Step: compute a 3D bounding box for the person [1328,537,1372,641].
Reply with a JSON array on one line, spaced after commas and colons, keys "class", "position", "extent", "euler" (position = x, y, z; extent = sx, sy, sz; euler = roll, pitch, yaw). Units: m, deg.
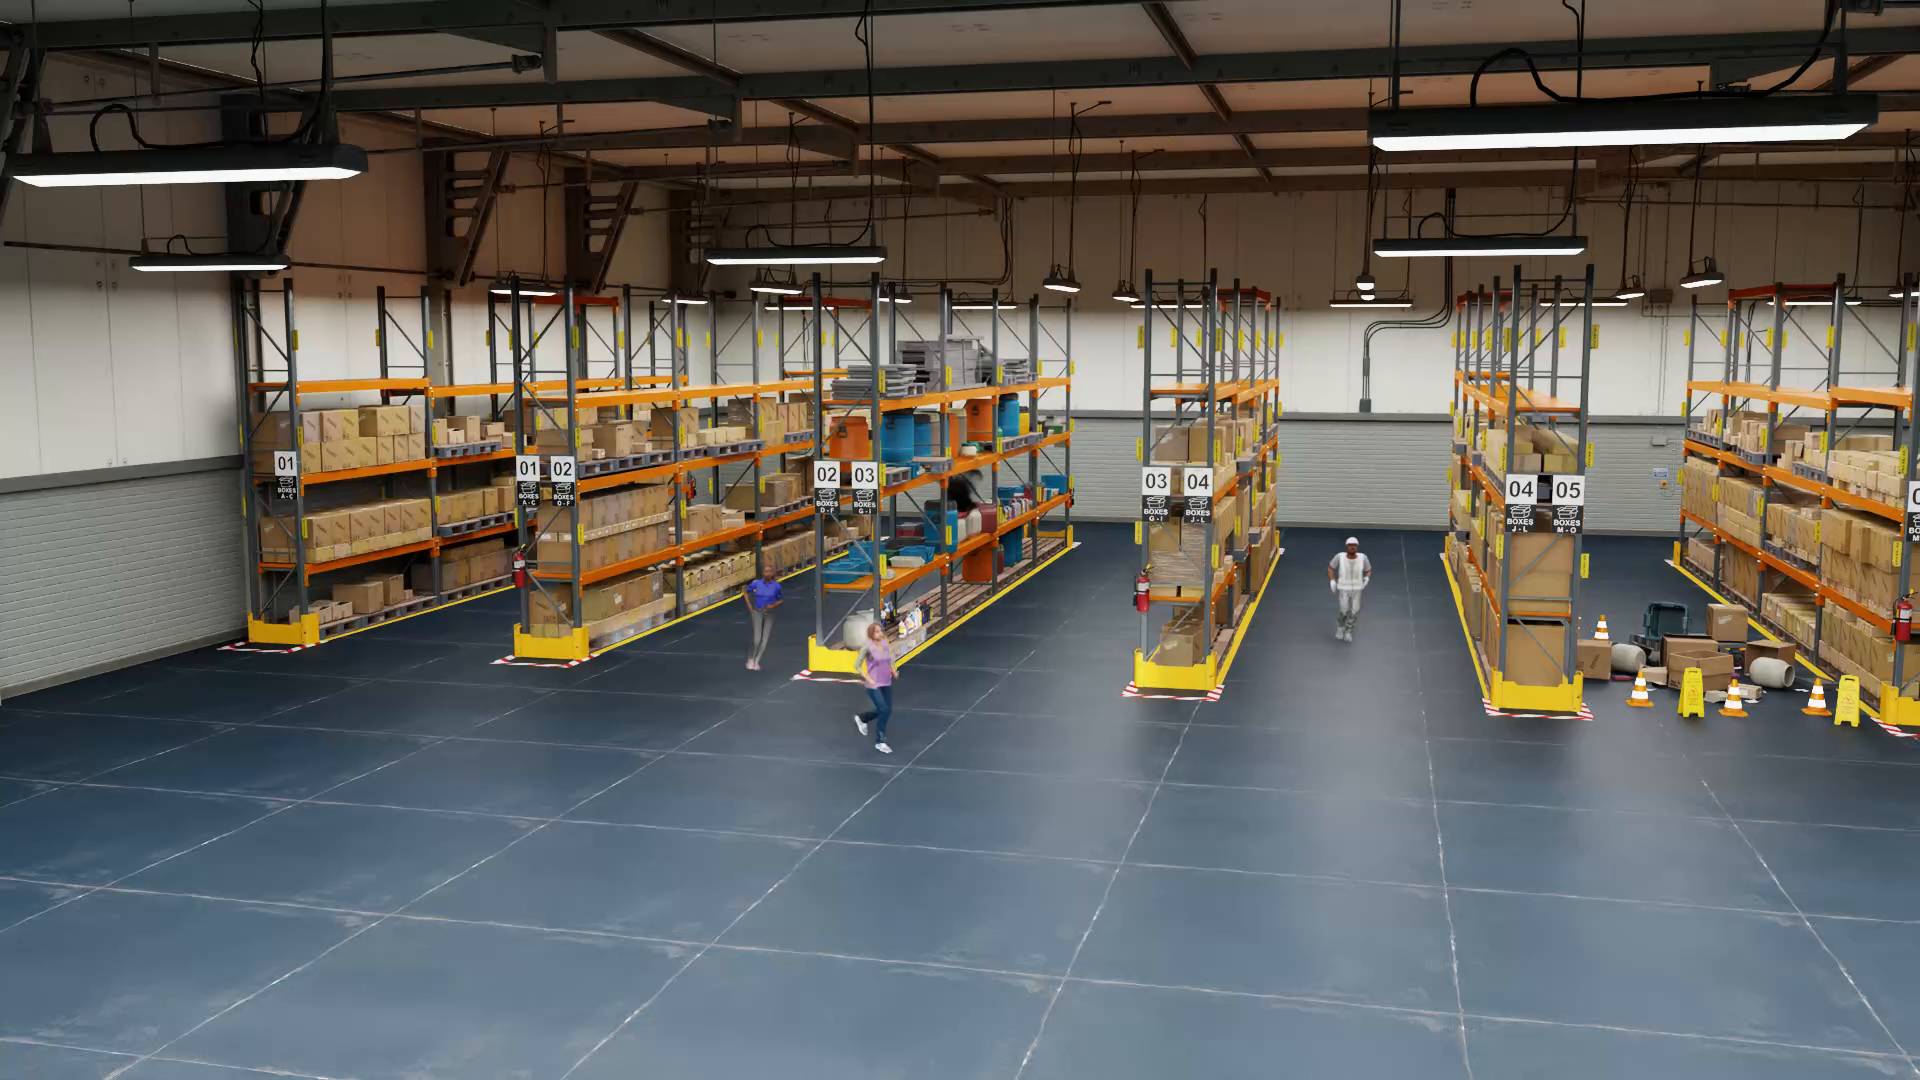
[{"class": "person", "position": [6.486, 0.828, 27.562], "extent": [0.686, 1.742, 0.599], "euler": [0, 7, 1]}]

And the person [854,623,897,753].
[{"class": "person", "position": [-1.059, 1.797, 20.453], "extent": [0.539, 1.571, 0.636], "euler": [-7, 10, -45]}]

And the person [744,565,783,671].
[{"class": "person", "position": [-2.979, 1.175, 25.273], "extent": [0.561, 1.620, 0.593], "euler": [-2, 7, -16]}]
